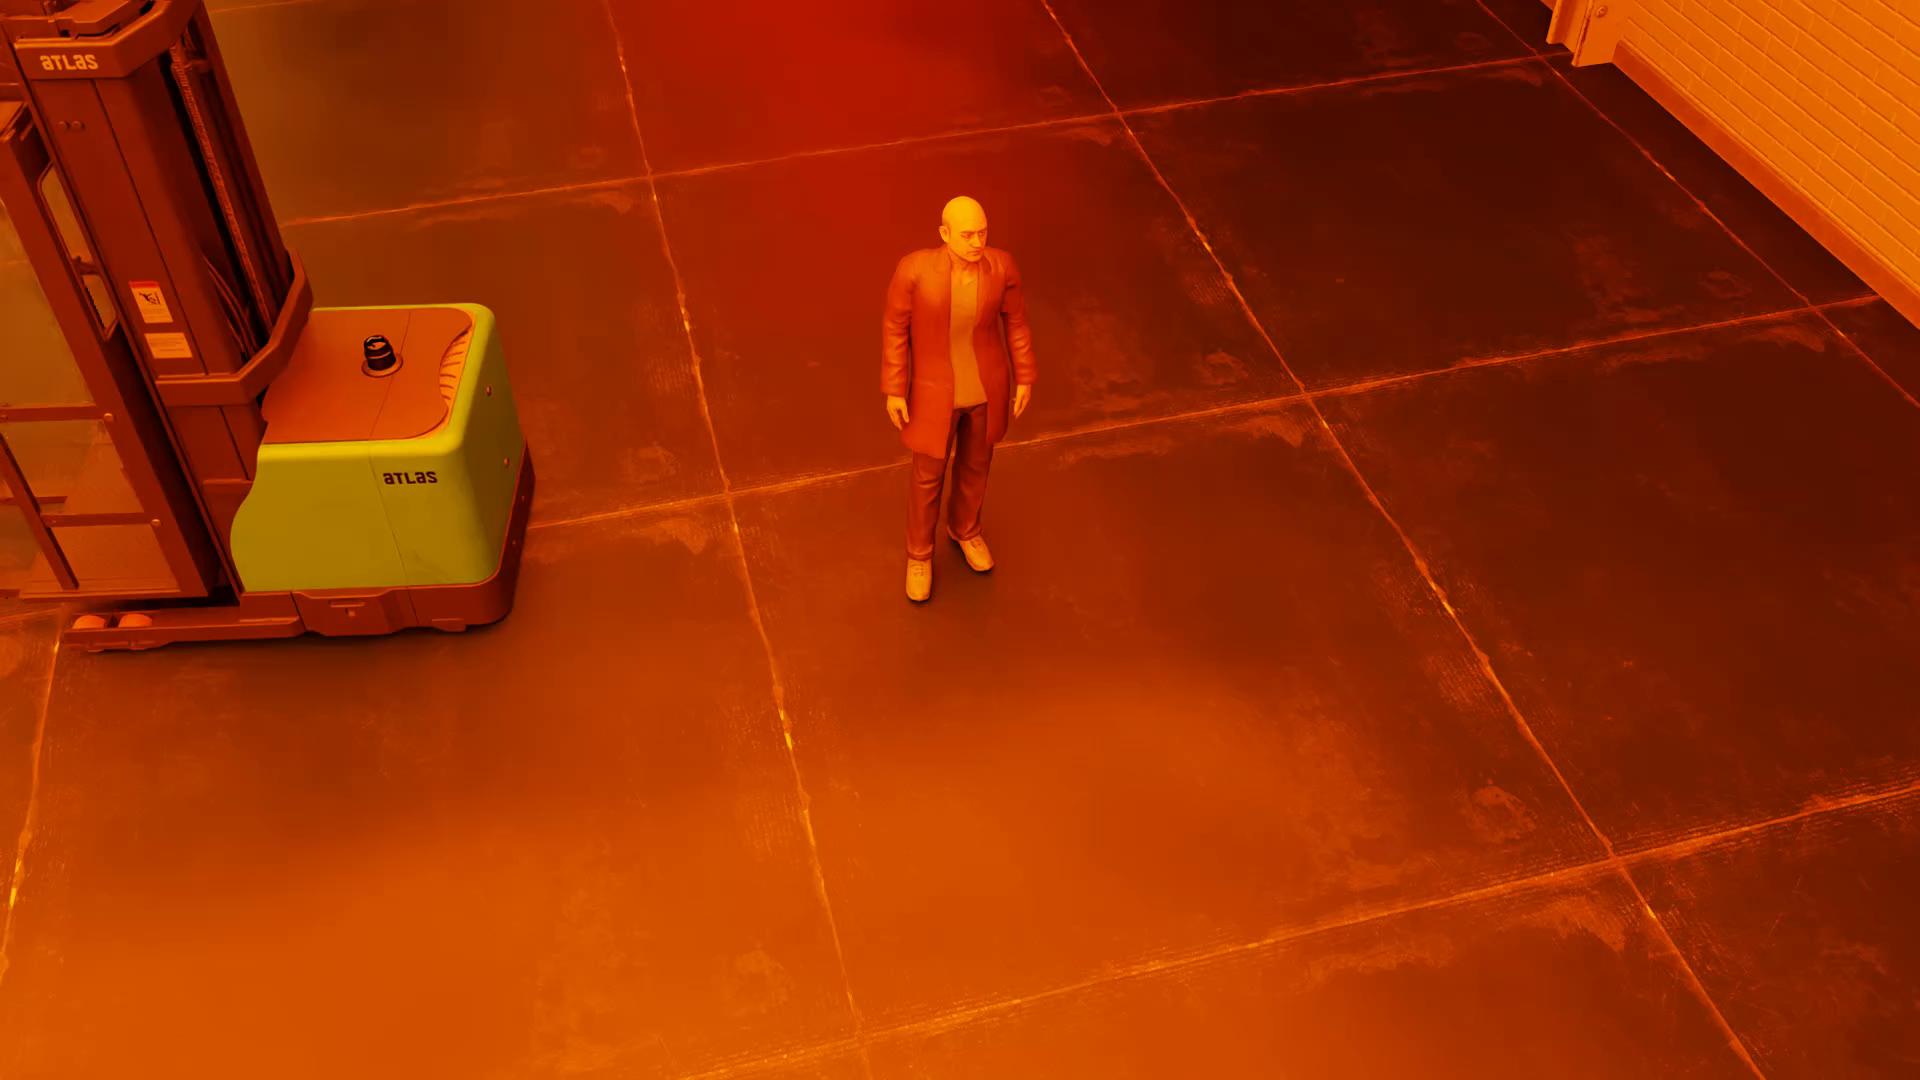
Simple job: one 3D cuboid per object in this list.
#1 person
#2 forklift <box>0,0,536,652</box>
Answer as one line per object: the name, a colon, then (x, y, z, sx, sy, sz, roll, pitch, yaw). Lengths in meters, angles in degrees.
person: (0.020, -0.590, 7.098, 0.698, 1.778, 0.579, -10, 44, -11)
forklift: (-3.525, -0.952, 6.652, 3.031, 2.935, 1.130, -2, 43, -2)
